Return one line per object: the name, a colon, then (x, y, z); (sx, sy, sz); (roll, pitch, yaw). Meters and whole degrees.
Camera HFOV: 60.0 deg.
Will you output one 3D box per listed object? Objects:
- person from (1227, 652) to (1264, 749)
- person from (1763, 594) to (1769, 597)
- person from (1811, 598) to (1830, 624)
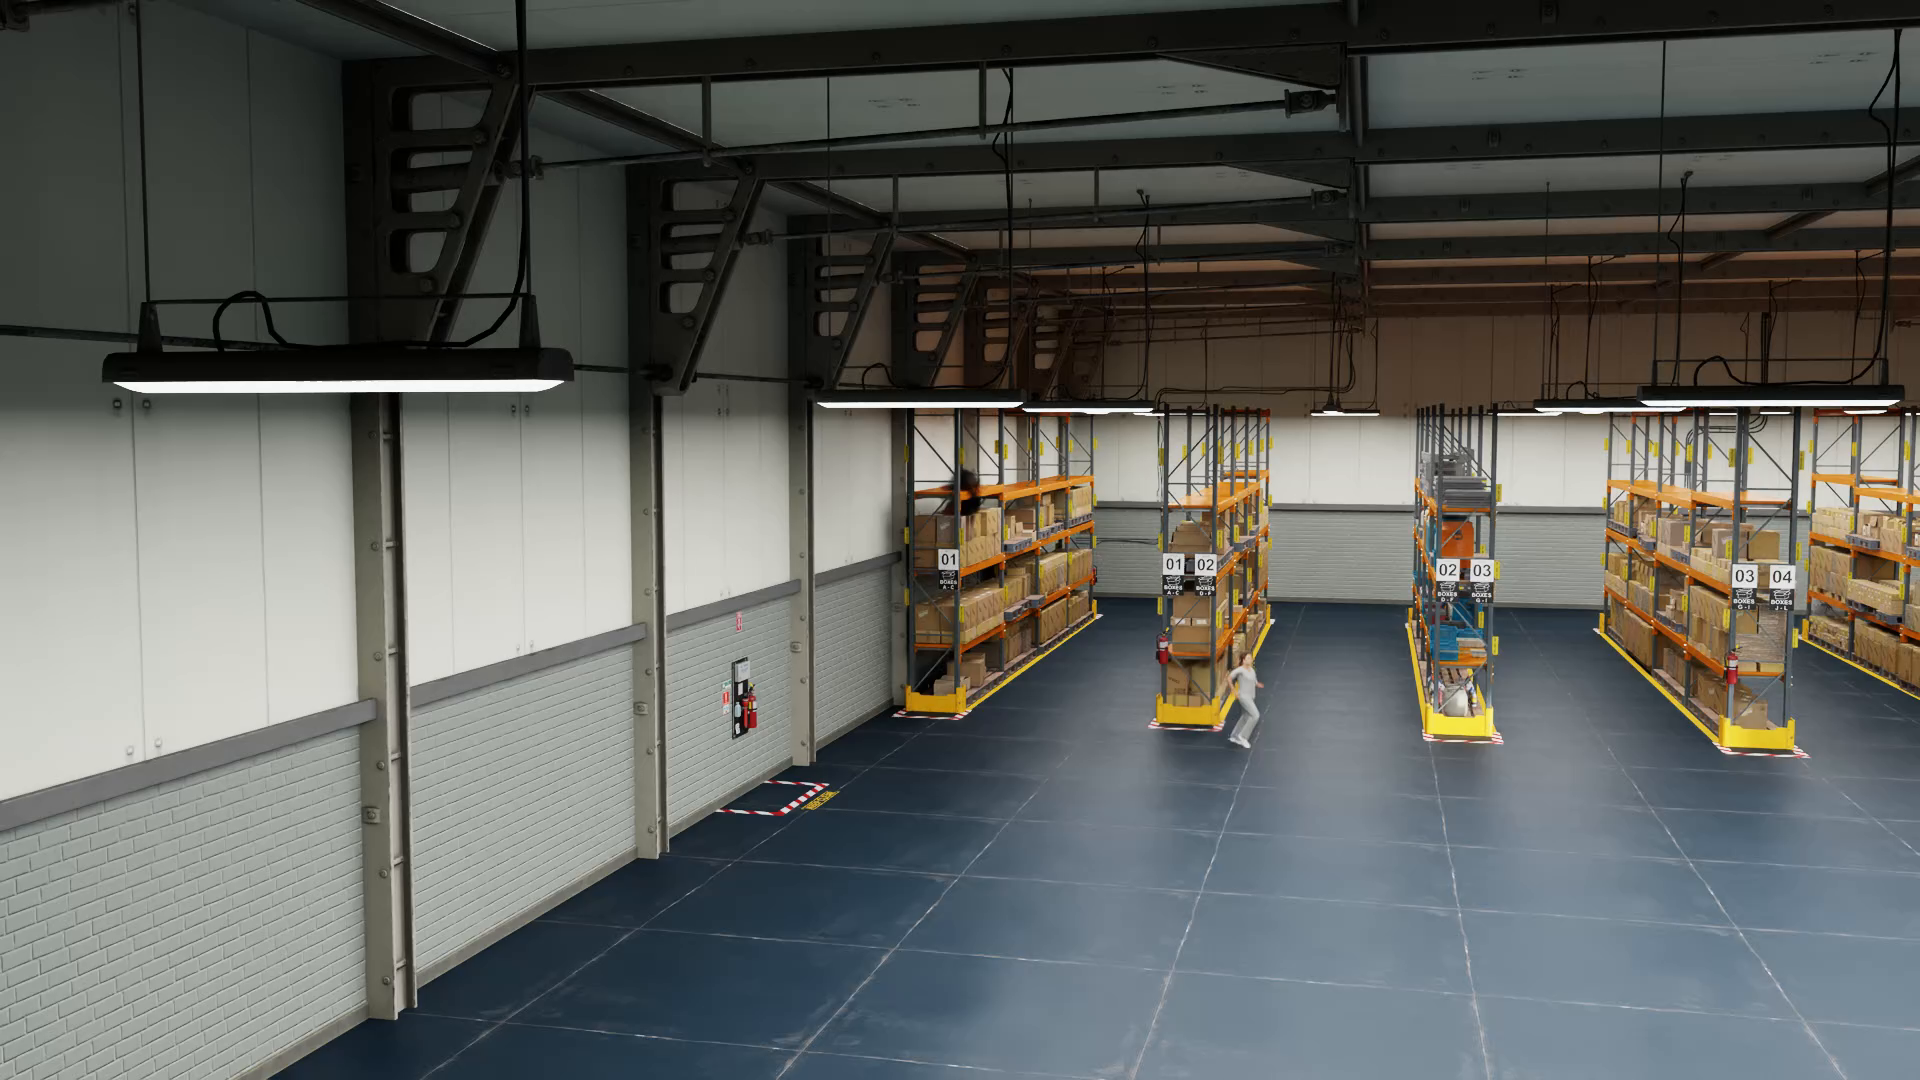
person: (4.982, 2.776, 28.911); (0.687, 1.672, 0.533); (4, 6, 41)
person: (21.546, 1.631, 43.996); (0.911, 1.785, 0.742); (-3, 5, -38)
person: (23.012, 1.721, 44.299); (0.720, 1.613, 0.633); (2, 5, 24)
